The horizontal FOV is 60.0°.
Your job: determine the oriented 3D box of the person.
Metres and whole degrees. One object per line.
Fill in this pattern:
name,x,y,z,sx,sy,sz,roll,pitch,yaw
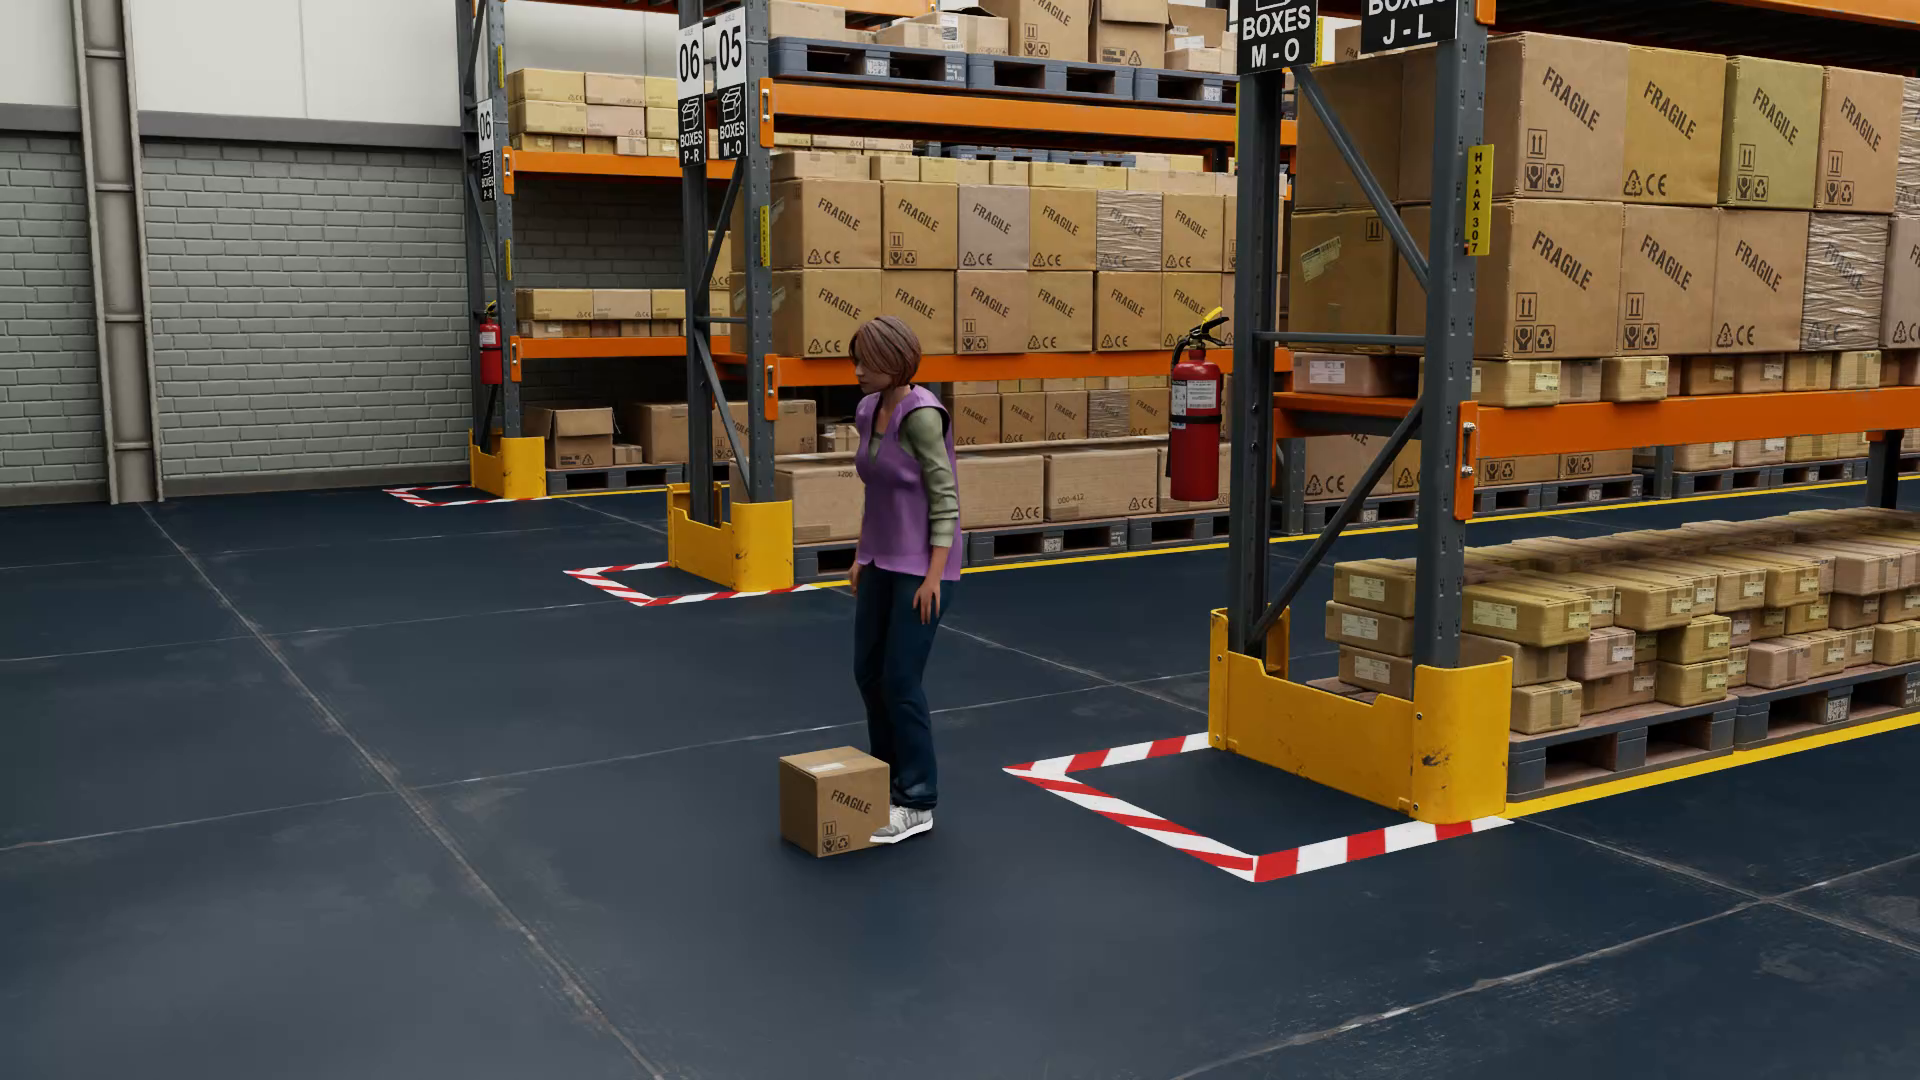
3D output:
person,-0.198,0.114,5.101,0.377,1.592,0.476,-6,10,-34
